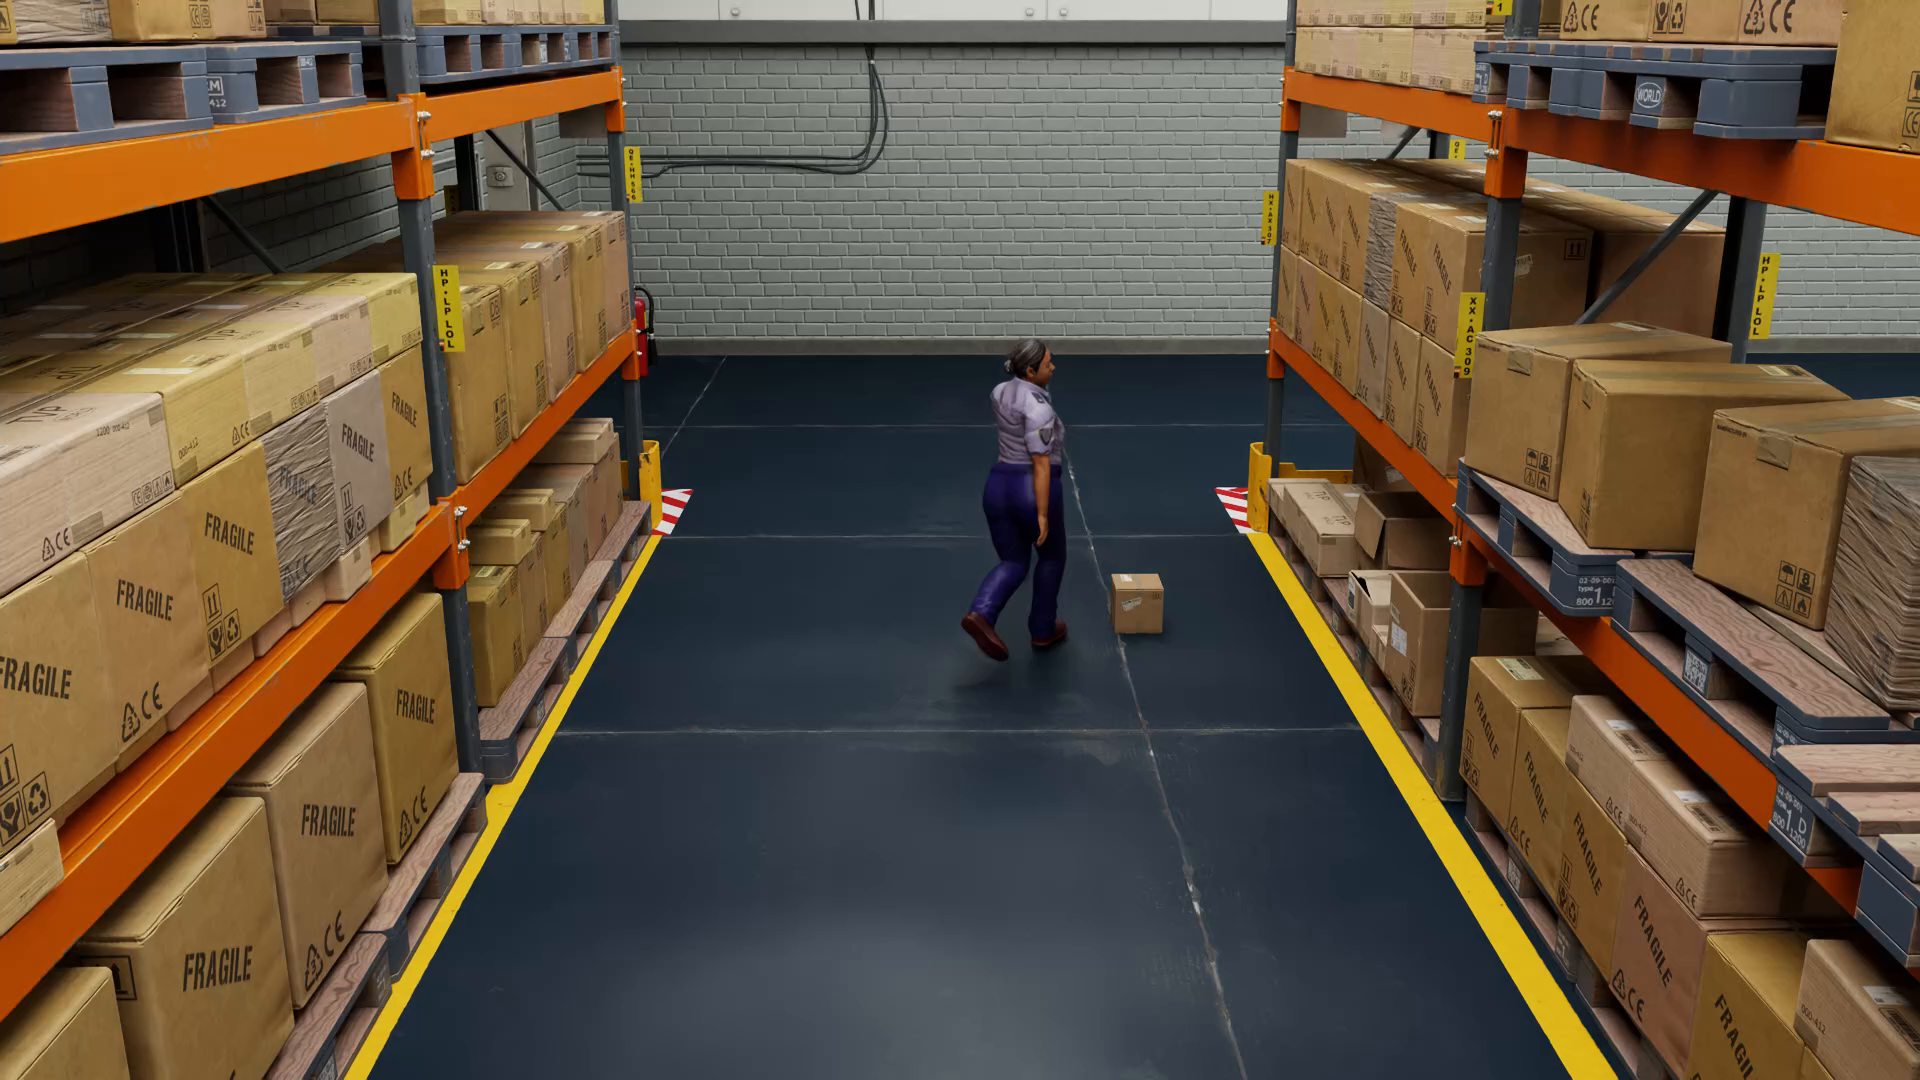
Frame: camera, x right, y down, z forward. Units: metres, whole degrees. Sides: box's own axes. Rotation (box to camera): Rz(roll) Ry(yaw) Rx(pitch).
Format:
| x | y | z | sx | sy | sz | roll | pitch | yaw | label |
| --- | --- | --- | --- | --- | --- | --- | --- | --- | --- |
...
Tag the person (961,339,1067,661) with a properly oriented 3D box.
| x | y | z | sx | sy | sz | roll | pitch | yaw | label |
| --- | --- | --- | --- | --- | --- | --- | --- | --- | --- |
| 0.288 | -0.201 | 8.238 | 0.474 | 1.596 | 0.770 | 15 | 23 | 40 | person |
